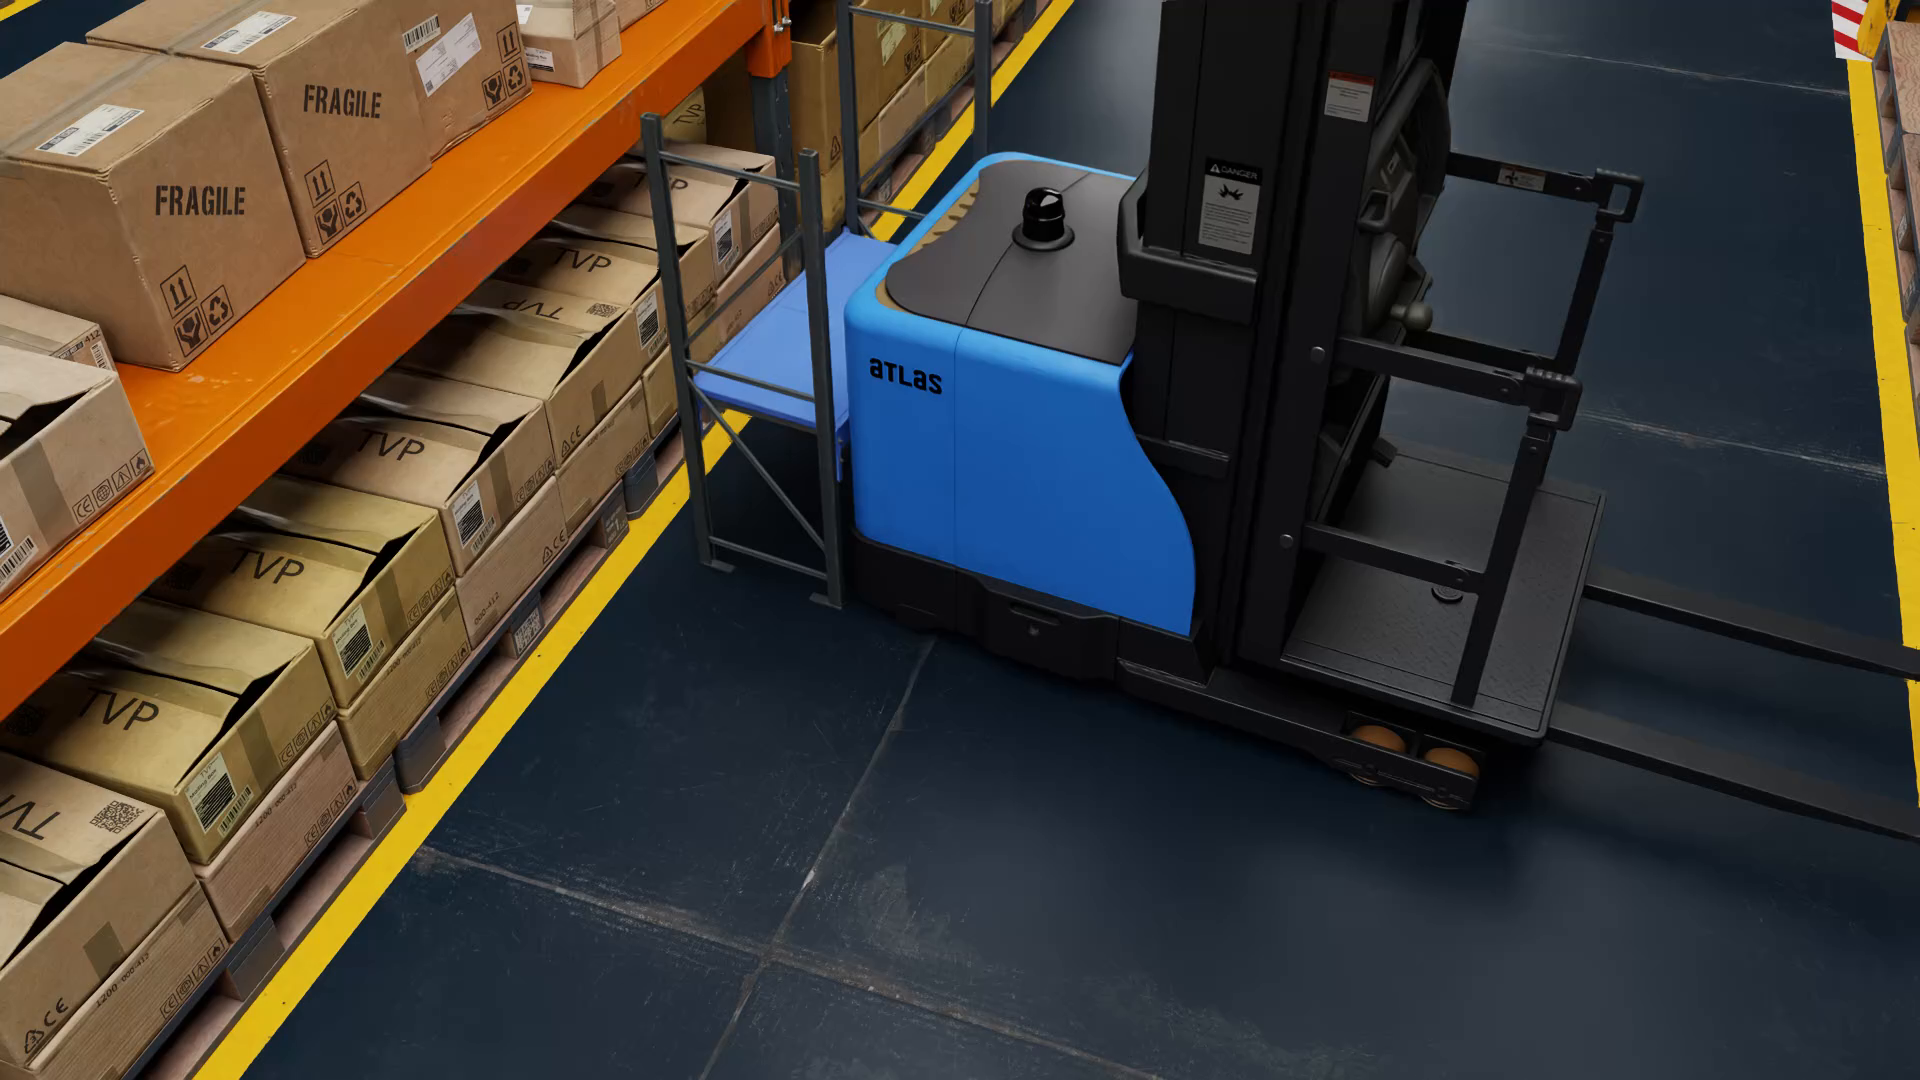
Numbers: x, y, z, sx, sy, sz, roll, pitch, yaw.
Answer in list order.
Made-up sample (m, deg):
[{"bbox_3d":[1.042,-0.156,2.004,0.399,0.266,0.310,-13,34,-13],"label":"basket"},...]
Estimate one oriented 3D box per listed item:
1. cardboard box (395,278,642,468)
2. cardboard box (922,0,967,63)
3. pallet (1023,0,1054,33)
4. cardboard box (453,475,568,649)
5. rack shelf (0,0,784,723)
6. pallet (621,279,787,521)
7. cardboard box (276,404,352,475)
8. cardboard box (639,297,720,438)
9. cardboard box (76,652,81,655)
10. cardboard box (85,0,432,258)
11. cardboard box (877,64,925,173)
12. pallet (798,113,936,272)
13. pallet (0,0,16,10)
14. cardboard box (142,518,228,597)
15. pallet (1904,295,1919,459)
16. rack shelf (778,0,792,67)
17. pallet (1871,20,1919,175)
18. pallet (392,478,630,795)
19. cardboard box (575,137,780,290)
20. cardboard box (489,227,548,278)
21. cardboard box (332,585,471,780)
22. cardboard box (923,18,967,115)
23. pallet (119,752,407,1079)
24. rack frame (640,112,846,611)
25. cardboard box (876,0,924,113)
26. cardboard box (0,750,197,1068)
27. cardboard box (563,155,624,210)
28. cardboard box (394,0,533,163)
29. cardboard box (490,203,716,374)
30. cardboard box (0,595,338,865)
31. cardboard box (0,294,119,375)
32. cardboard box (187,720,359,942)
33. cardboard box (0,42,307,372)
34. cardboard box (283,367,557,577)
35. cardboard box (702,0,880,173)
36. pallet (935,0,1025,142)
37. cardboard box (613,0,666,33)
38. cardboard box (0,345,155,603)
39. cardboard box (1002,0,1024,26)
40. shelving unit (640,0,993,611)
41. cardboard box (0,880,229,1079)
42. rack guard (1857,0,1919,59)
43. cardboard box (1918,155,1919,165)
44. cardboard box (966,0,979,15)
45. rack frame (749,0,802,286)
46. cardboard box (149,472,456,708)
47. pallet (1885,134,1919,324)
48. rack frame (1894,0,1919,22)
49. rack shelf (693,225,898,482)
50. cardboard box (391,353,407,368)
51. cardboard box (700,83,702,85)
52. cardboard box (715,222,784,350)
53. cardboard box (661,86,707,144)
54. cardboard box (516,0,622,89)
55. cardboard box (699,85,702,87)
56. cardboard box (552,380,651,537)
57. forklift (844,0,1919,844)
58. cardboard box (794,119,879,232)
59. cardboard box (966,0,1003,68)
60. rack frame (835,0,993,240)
[{"bbox_3d":[-1.298,-0.526,4.919,0.500,0.311,0.500,13,42,15],"label":"cardboard box"},{"bbox_3d":[-0.289,-2.355,6.916,0.500,0.500,0.500,13,42,15],"label":"cardboard box"},{"bbox_3d":[0.062,-3.036,8.645,1.003,0.211,1.213,13,42,15],"label":"pallet"},{"bbox_3d":[-1.477,0.002,4.732,0.500,0.250,0.500,14,42,16],"label":"cardboard box"},{"bbox_3d":[-1.767,-0.639,4.242,1.077,0.370,4.000,13,42,15],"label":"rack shelf"},{"bbox_3d":[-1.299,-0.613,5.806,1.003,0.211,1.213,13,42,15],"label":"pallet"},{"bbox_3d":[-1.983,-0.325,4.682,0.500,0.311,0.500,14,43,16],"label":"cardboard box"},{"bbox_3d":[-1.128,-0.621,5.461,0.500,0.250,0.500,13,42,14],"label":"cardboard box"},{"bbox_3d":[-2.332,0.288,3.965,0.500,0.311,0.500,13,42,14],"label":"cardboard box"},{"bbox_3d":[-1.713,-1.079,4.126,0.500,0.500,0.500,13,42,15],"label":"cardboard box"},{"bbox_3d":[-0.464,-1.765,6.803,0.500,0.250,0.500,13,42,15],"label":"cardboard box"},{"bbox_3d":[-0.772,-1.547,6.901,1.003,0.211,1.213,13,42,15],"label":"pallet"},{"bbox_3d":[-5.468,-2.574,8.104,1.003,0.211,1.213,13,42,15],"label":"pallet"},{"bbox_3d":[-2.157,-0.020,4.325,0.500,0.311,0.500,13,42,15],"label":"cardboard box"},{"bbox_3d":[3.769,-0.392,5.547,1.003,0.211,1.213,13,42,15],"label":"pallet"},{"bbox_3d":[-0.400,-3.078,7.101,1.077,0.370,4.000,13,42,15],"label":"rack shelf"},{"bbox_3d":[4.604,-1.880,7.291,1.003,0.211,1.213,13,42,15],"label":"pallet"},{"bbox_3d":[-1.714,0.133,4.931,1.003,0.211,1.213,13,42,15],"label":"pallet"},{"bbox_3d":[-0.953,-1.149,5.648,0.500,0.311,0.500,13,42,15],"label":"cardboard box"},{"bbox_3d":[-1.635,-0.958,5.425,0.500,0.311,0.500,13,42,15],"label":"cardboard box"},{"bbox_3d":[-1.653,0.314,4.366,0.500,0.250,0.500,12,42,14],"label":"cardboard box"},{"bbox_3d":[-0.288,-2.069,7.159,0.500,0.250,0.500,13,42,15],"label":"cardboard box"},{"bbox_3d":[-2.133,0.875,4.062,1.003,0.211,1.213,13,42,15],"label":"pallet"},{"bbox_3d":[-0.576,-0.436,4.605,0.500,1.500,0.032,17,43,19],"label":"rack frame"},{"bbox_3d":[-0.467,-2.051,6.561,0.500,0.500,0.500,13,42,15],"label":"cardboard box"},{"bbox_3d":[-1.996,0.726,3.451,0.500,0.311,0.500,15,43,17],"label":"cardboard box"},{"bbox_3d":[-1.459,-1.263,5.782,0.500,0.311,0.500,13,42,15],"label":"cardboard box"},{"bbox_3d":[-1.542,-1.384,4.484,0.500,0.500,0.500,16,43,18],"label":"cardboard box"},{"bbox_3d":[-1.125,-0.830,5.275,0.500,0.311,0.500,14,43,16],"label":"cardboard box"},{"bbox_3d":[-1.825,0.404,3.829,0.500,0.311,0.500,12,42,14],"label":"cardboard box"},{"bbox_3d":[-2.068,-0.387,3.587,0.380,0.149,0.250,16,43,18],"label":"cardboard box"},{"bbox_3d":[-1.825,0.633,3.992,0.500,0.250,0.500,12,42,14],"label":"cardboard box"},{"bbox_3d":[-1.893,-0.758,3.750,0.500,0.500,0.500,11,42,13],"label":"cardboard box"},{"bbox_3d":[-1.473,-0.220,4.560,0.500,0.311,0.500,13,42,15],"label":"cardboard box"},{"bbox_3d":[-0.631,-1.745,6.201,0.500,0.500,0.500,13,42,15],"label":"cardboard box"},{"bbox_3d":[-0.357,-2.294,7.776,1.003,0.211,1.213,13,42,15],"label":"pallet"},{"bbox_3d":[-1.211,-1.765,5.124,0.500,0.250,0.500,16,43,18],"label":"cardboard box"},{"bbox_3d":[-1.964,-0.161,3.197,0.500,0.311,0.500,13,42,15],"label":"cardboard box"},{"bbox_3d":[0.050,-2.680,7.875,0.500,0.250,0.500,13,42,15],"label":"cardboard box"},{"bbox_3d":[-0.357,-0.734,4.954,0.538,1.500,1.048,17,43,19],"label":"shelving unit"},{"bbox_3d":[-1.996,0.939,3.633,0.500,0.250,0.500,13,42,15],"label":"cardboard box"},{"bbox_3d":[4.915,-2.478,7.769,1.175,0.500,0.348,13,42,15],"label":"rack guard"},{"bbox_3d":[4.127,-1.505,6.290,0.700,0.500,0.500,11,42,12],"label":"cardboard box"},{"bbox_3d":[-0.120,-2.660,7.274,0.500,0.500,0.500,13,42,15],"label":"cardboard box"},{"bbox_3d":[-1.084,-2.132,5.438,1.000,3.000,0.127,13,42,15],"label":"rack frame"},{"bbox_3d":[-1.648,0.093,4.193,0.500,0.311,0.500,12,42,14],"label":"cardboard box"},{"bbox_3d":[4.185,-1.138,6.422,1.003,0.211,1.213,13,42,15],"label":"pallet"},{"bbox_3d":[4.941,-3.475,7.012,1.000,3.000,0.127,13,42,15],"label":"rack frame"},{"bbox_3d":[-0.357,-0.597,5.071,0.538,0.185,1.000,17,43,19],"label":"rack shelf"},{"bbox_3d":[-1.811,-0.643,5.055,0.500,0.311,0.500,12,42,14],"label":"cardboard box"},{"bbox_3d":[-0.948,-2.165,6.694,0.500,0.500,0.500,13,42,15],"label":"cardboard box"},{"bbox_3d":[-0.953,-0.929,5.822,0.500,0.250,0.500,13,42,15],"label":"cardboard box"},{"bbox_3d":[-1.130,-1.577,6.583,0.500,0.250,0.500,13,42,15],"label":"cardboard box"},{"bbox_3d":[-1.212,-1.504,4.805,0.396,0.266,0.258,12,42,14],"label":"cardboard box"},{"bbox_3d":[-0.950,-1.880,6.938,0.500,0.250,0.500,13,42,15],"label":"cardboard box"},{"bbox_3d":[-1.302,-0.309,5.095,0.500,0.250,0.500,14,42,16],"label":"cardboard box"},{"bbox_3d":[1.240,-0.797,3.925,3.031,2.935,1.130,17,43,18],"label":"forklift"},{"bbox_3d":[-0.640,-1.462,6.447,0.500,0.250,0.500,13,42,15],"label":"cardboard box"},{"bbox_3d":[-0.123,-2.376,7.518,0.500,0.250,0.500,13,42,15],"label":"cardboard box"},{"bbox_3d":[-0.139,-1.032,5.303,0.500,1.500,0.032,17,43,19],"label":"rack frame"}]
